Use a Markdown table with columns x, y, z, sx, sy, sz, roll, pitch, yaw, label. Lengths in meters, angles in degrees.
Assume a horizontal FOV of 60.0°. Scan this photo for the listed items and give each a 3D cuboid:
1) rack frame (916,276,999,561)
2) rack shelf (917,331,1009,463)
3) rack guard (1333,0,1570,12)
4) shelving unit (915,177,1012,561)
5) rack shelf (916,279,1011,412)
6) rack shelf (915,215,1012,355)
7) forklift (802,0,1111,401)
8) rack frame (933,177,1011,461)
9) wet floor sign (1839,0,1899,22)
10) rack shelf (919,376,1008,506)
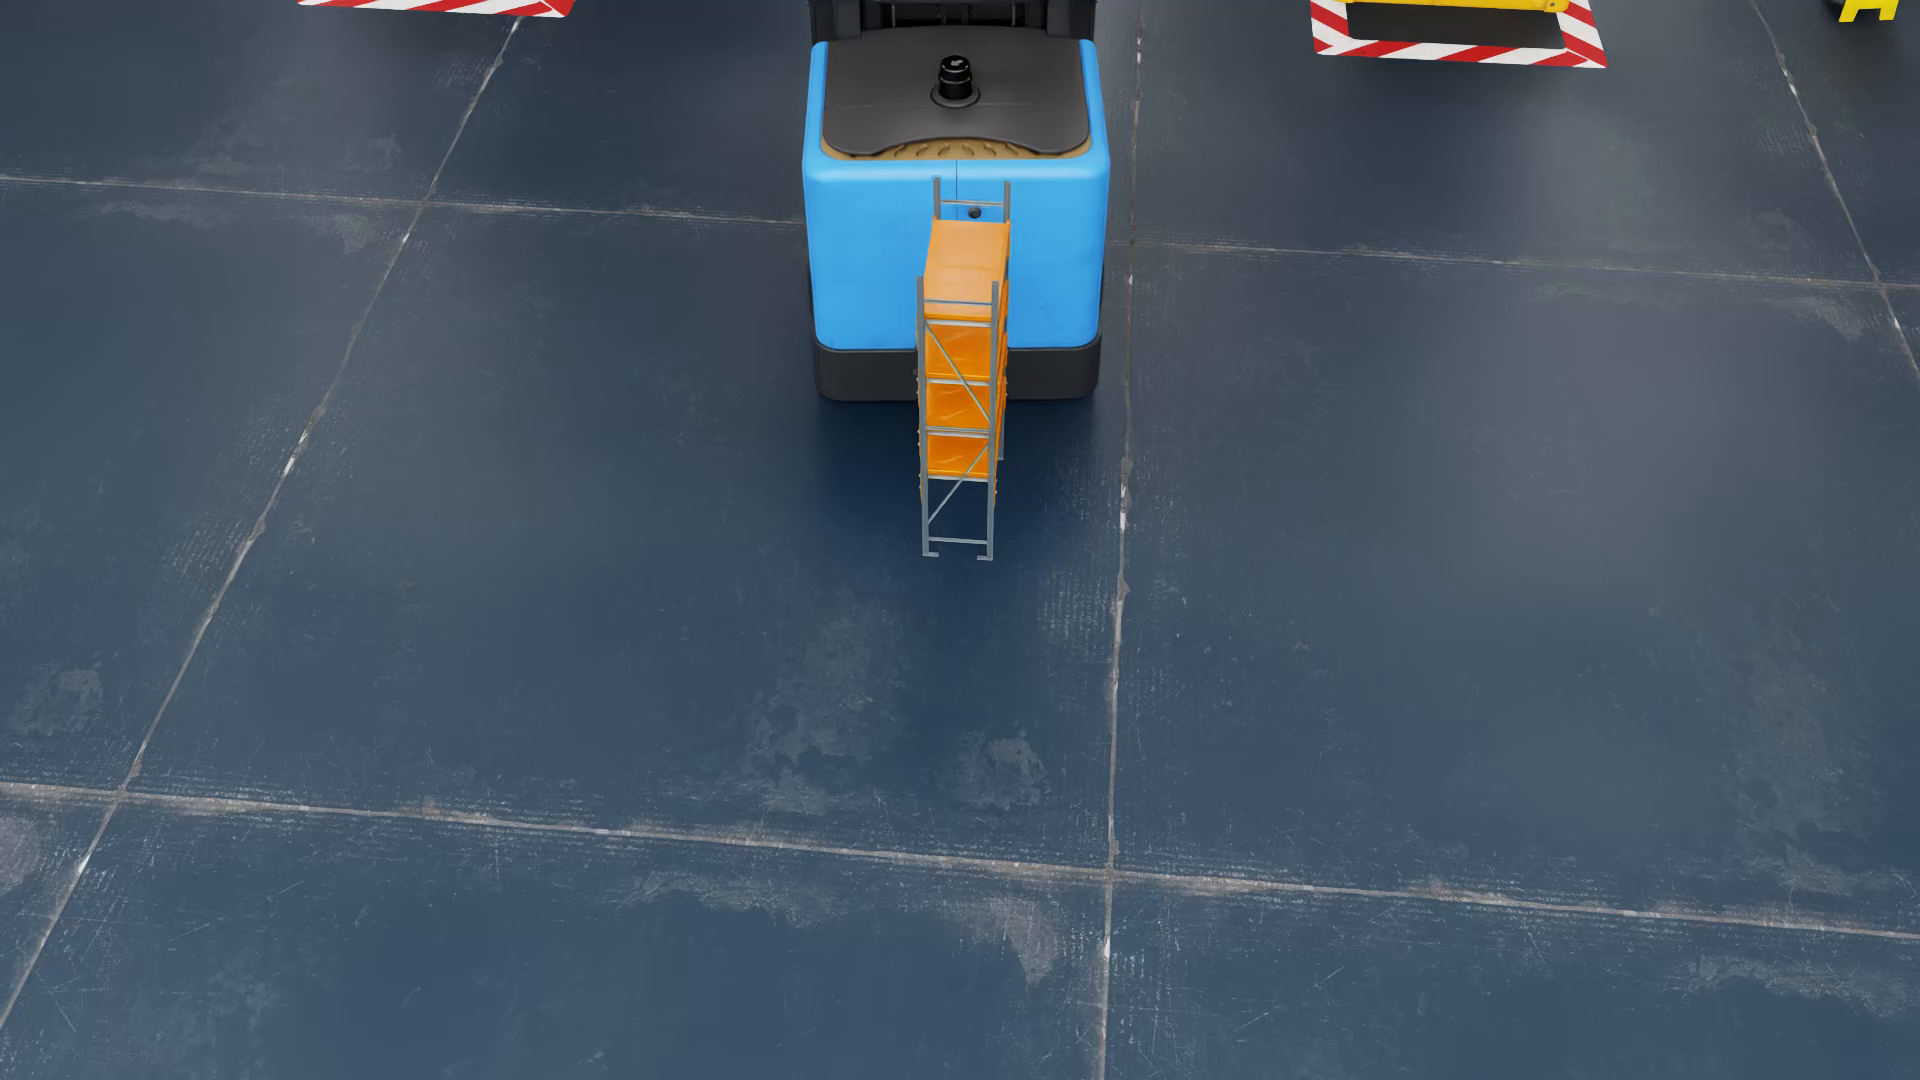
| x | y | z | sx | sy | sz | roll | pitch | yaw | label |
| --- | --- | --- | --- | --- | --- | --- | --- | --- | --- |
| -0.007 | -0.347 | 5.255 | 0.240 | 1.200 | 0.015 | 4 | 48 | 4 | rack frame |
| 0.015 | -0.481 | 5.468 | 0.258 | 0.148 | 0.480 | 4 | 48 | 4 | rack shelf |
| 2.404 | -2.900 | 8.064 | 1.175 | 0.500 | 0.348 | 4 | 48 | 4 | rack guard |
| 0.015 | -0.527 | 5.419 | 0.258 | 1.200 | 0.503 | 4 | 48 | 4 | shelving unit |
| 0.015 | -0.632 | 5.303 | 0.258 | 0.148 | 0.480 | 4 | 48 | 4 | rack shelf |
| 0.015 | -0.792 | 5.129 | 0.258 | 0.148 | 0.480 | 4 | 48 | 4 | rack shelf |
| -0.033 | -2.573 | 6.117 | 1.130 | 2.935 | 3.031 | -1 | 48 | -1 | forklift |
| 0.037 | -0.706 | 5.583 | 0.240 | 1.200 | 0.015 | 4 | 48 | 4 | rack frame |
| 4.375 | -2.812 | 7.885 | 0.267 | 0.644 | 0.232 | -4 | 48 | -3 | wet floor sign |
| 0.015 | -0.347 | 5.615 | 0.258 | 0.148 | 0.480 | 4 | 48 | 4 | rack shelf |
